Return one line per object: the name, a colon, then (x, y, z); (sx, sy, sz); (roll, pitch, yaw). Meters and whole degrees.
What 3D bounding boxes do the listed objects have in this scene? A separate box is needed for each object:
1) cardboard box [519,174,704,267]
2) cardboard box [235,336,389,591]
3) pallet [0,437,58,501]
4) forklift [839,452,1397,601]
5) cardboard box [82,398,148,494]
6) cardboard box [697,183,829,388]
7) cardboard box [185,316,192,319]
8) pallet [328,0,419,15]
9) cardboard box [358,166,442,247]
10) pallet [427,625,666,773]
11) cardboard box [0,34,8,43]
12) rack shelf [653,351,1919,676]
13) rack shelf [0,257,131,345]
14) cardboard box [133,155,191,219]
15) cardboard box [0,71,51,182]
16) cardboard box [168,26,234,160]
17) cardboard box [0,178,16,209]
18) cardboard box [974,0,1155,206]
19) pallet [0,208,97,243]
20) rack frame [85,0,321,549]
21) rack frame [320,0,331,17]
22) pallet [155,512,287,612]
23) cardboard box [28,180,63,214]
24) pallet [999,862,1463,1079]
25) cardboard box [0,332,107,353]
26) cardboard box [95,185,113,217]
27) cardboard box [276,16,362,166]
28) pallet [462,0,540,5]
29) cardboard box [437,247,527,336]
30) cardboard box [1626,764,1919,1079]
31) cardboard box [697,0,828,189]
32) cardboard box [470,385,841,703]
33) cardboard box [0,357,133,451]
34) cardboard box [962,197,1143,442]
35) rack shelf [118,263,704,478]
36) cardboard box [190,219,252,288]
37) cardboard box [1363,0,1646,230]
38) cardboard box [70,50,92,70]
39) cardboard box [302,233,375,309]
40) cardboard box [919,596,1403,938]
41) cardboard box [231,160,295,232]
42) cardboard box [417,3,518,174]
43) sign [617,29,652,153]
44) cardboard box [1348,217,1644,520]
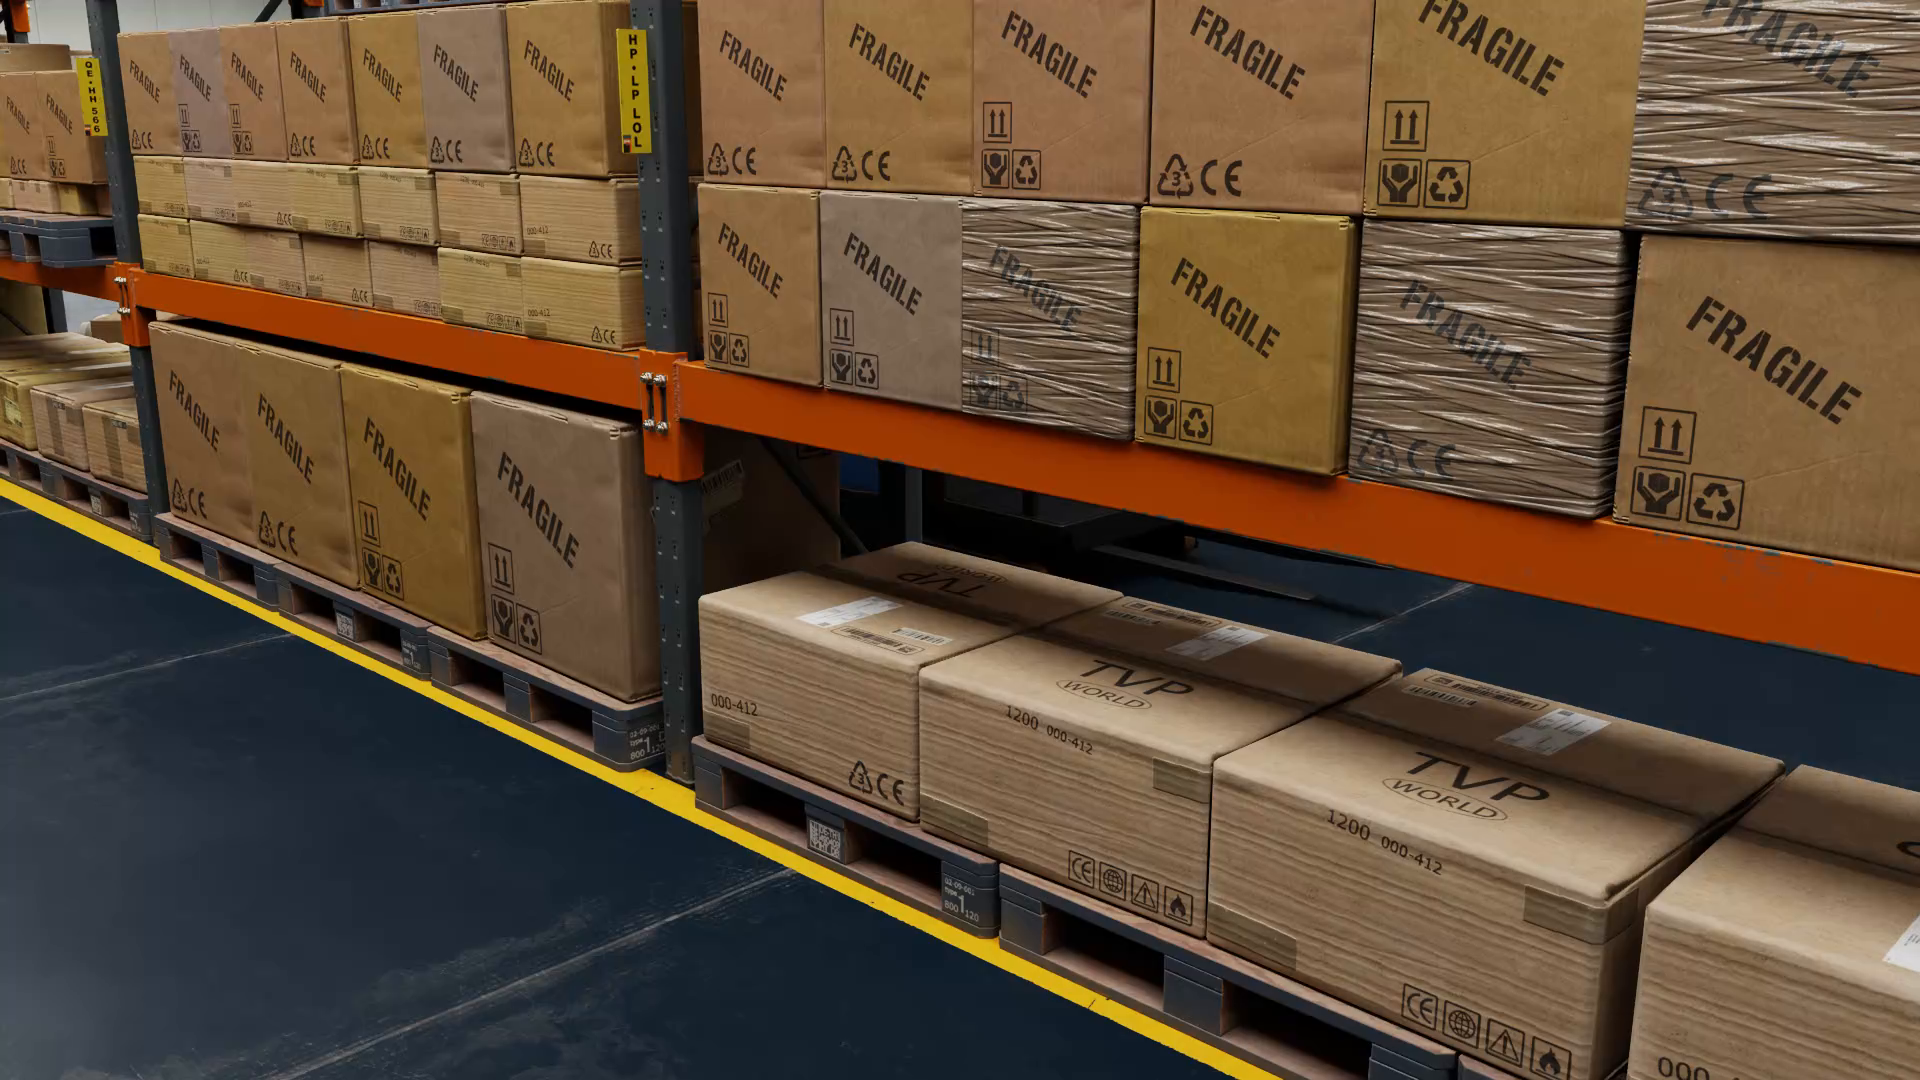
cardboard box: (-1.001, -1.002, 5.134); (0.500, 0.250, 0.500); (14, 20, 42)
cardboard box: (-2.316, -0.382, 6.829); (0.875, 0.875, 0.875); (14, 20, 43)
pallet: (-4.830, -0.501, 9.435); (1.213, 0.211, 1.003); (14, 20, 42)
forklift: (0.449, -1.307, 7.135); (3.031, 2.935, 1.130); (14, 20, 43)
cardboard box: (-3.794, -0.532, 8.403); (0.625, 0.372, 0.950); (12, 19, 39)
cardboard box: (-0.359, -0.718, 4.541); (0.500, 0.500, 0.500); (-14, 20, -42)
cardboard box: (-6.132, -1.844, 14.010); (0.637, 0.503, 0.797); (1, 15, 4)
pallet: (-5.249, -5.096, 15.769); (1.213, 0.211, 1.003); (14, 20, 42)
cardboard box: (-1.743, -1.177, 5.808); (0.500, 0.250, 0.500); (-14, 20, -43)
pallet: (-1.123, 0.429, 5.868); (1.213, 0.211, 1.003); (14, 20, 42)
cardboard box: (-6.440, -2.992, 10.695); (0.500, 0.500, 0.700); (13, 20, 42)
rack shelf: (0.925, -0.101, 3.798); (4.000, 0.370, 1.077); (14, 20, 42)
rack shelf: (-4.834, -1.501, 9.172); (4.000, 0.370, 1.077); (14, 20, 42)
cardboard box: (-3.201, -1.535, 7.181); (0.500, 0.250, 0.500); (13, 20, 42)
cardboard box: (-4.294, -2.013, 8.086); (0.500, 0.500, 0.500); (13, 20, 41)
cardboard box: (-2.845, -1.816, 6.771); (0.500, 0.500, 0.500); (14, 20, 42)
cardboard box: (-4.633, -1.757, 8.390); (0.250, 0.149, 0.380); (14, 20, 43)
cardboard box: (0.380, -1.023, 3.728); (0.500, 0.500, 0.500); (-14, 20, -43)
pallet: (-4.848, -1.746, 9.063); (1.213, 0.211, 1.003); (14, 20, 42)
rack frame: (-3.394, -1.499, 7.738); (0.127, 3.000, 1.000); (14, 20, 42)
rack frame: (-5.790, -3.816, 16.627); (0.127, 3.000, 1.000); (14, 20, 42)
pallet: (-2.879, 0.002, 7.507); (1.213, 0.211, 1.003); (14, 20, 42)
cardboard box: (-4.249, -1.666, 8.040); (0.250, 0.149, 0.380); (13, 20, 42)
pallet: (0.861, 0.911, 4.018); (1.213, 0.211, 1.003); (14, 20, 42)
cardboard box: (-5.894, -1.040, 10.352); (0.625, 0.372, 0.950); (14, 20, 43)
cardboard box: (-3.794, -1.596, 7.773); (0.380, 0.149, 0.250); (-14, 20, -42)
cardboard box: (-2.123, -1.634, 6.071); (0.500, 0.500, 0.500); (14, 20, 43)
pallet: (-3.492, -4.669, 14.130); (1.213, 0.211, 1.003); (14, 20, 42)
cardboard box: (-1.378, -0.849, 5.539); (0.500, 0.250, 0.500); (13, 20, 41)
cardboard box: (1.820, 0.840, 3.008); (0.875, 0.438, 0.875); (13, 19, 40)
cardboard box: (-0.340, -1.204, 4.424); (0.500, 0.500, 0.500); (14, 20, 43)
cardboard box: (-1.017, -0.068, 5.627); (0.875, 0.875, 0.875); (-14, 20, -42)
cardboard box: (-4.873, -0.793, 9.406); (0.950, 0.372, 0.625); (-14, 20, -42)
cardboard box: (0.354, -0.541, 3.861); (0.500, 0.500, 0.500); (14, 20, 43)
rack shelf: (-1.955, -0.801, 6.485); (4.000, 0.370, 1.077); (14, 20, 42)
cardboard box: (-2.835, -1.209, 6.920); (0.500, 0.250, 0.500); (13, 19, 41)
cardboard box: (1.102, -0.846, 3.049); (0.500, 0.500, 0.500); (14, 20, 42)
cardboard box: (-5.066, -2.707, 9.465); (0.250, 0.149, 0.380); (13, 19, 40)
cardboard box: (-2.103, -1.030, 6.235); (0.500, 0.250, 0.500); (14, 20, 42)
cardboard box: (0.508, 0.523, 4.224); (0.875, 0.438, 0.875); (13, 19, 41)
cardboard box: (-2.479, -1.355, 6.490); (0.500, 0.250, 0.500); (14, 20, 42)
cardboard box: (-1.388, -1.453, 5.380); (0.500, 0.500, 0.500); (-14, 20, -43)
sign: (-0.884, -1.221, 4.531); (0.005, 0.325, 0.100); (14, 20, 42)
cardboard box: (1.106, -0.363, 3.178); (0.500, 0.500, 0.500); (-14, 20, -43)
